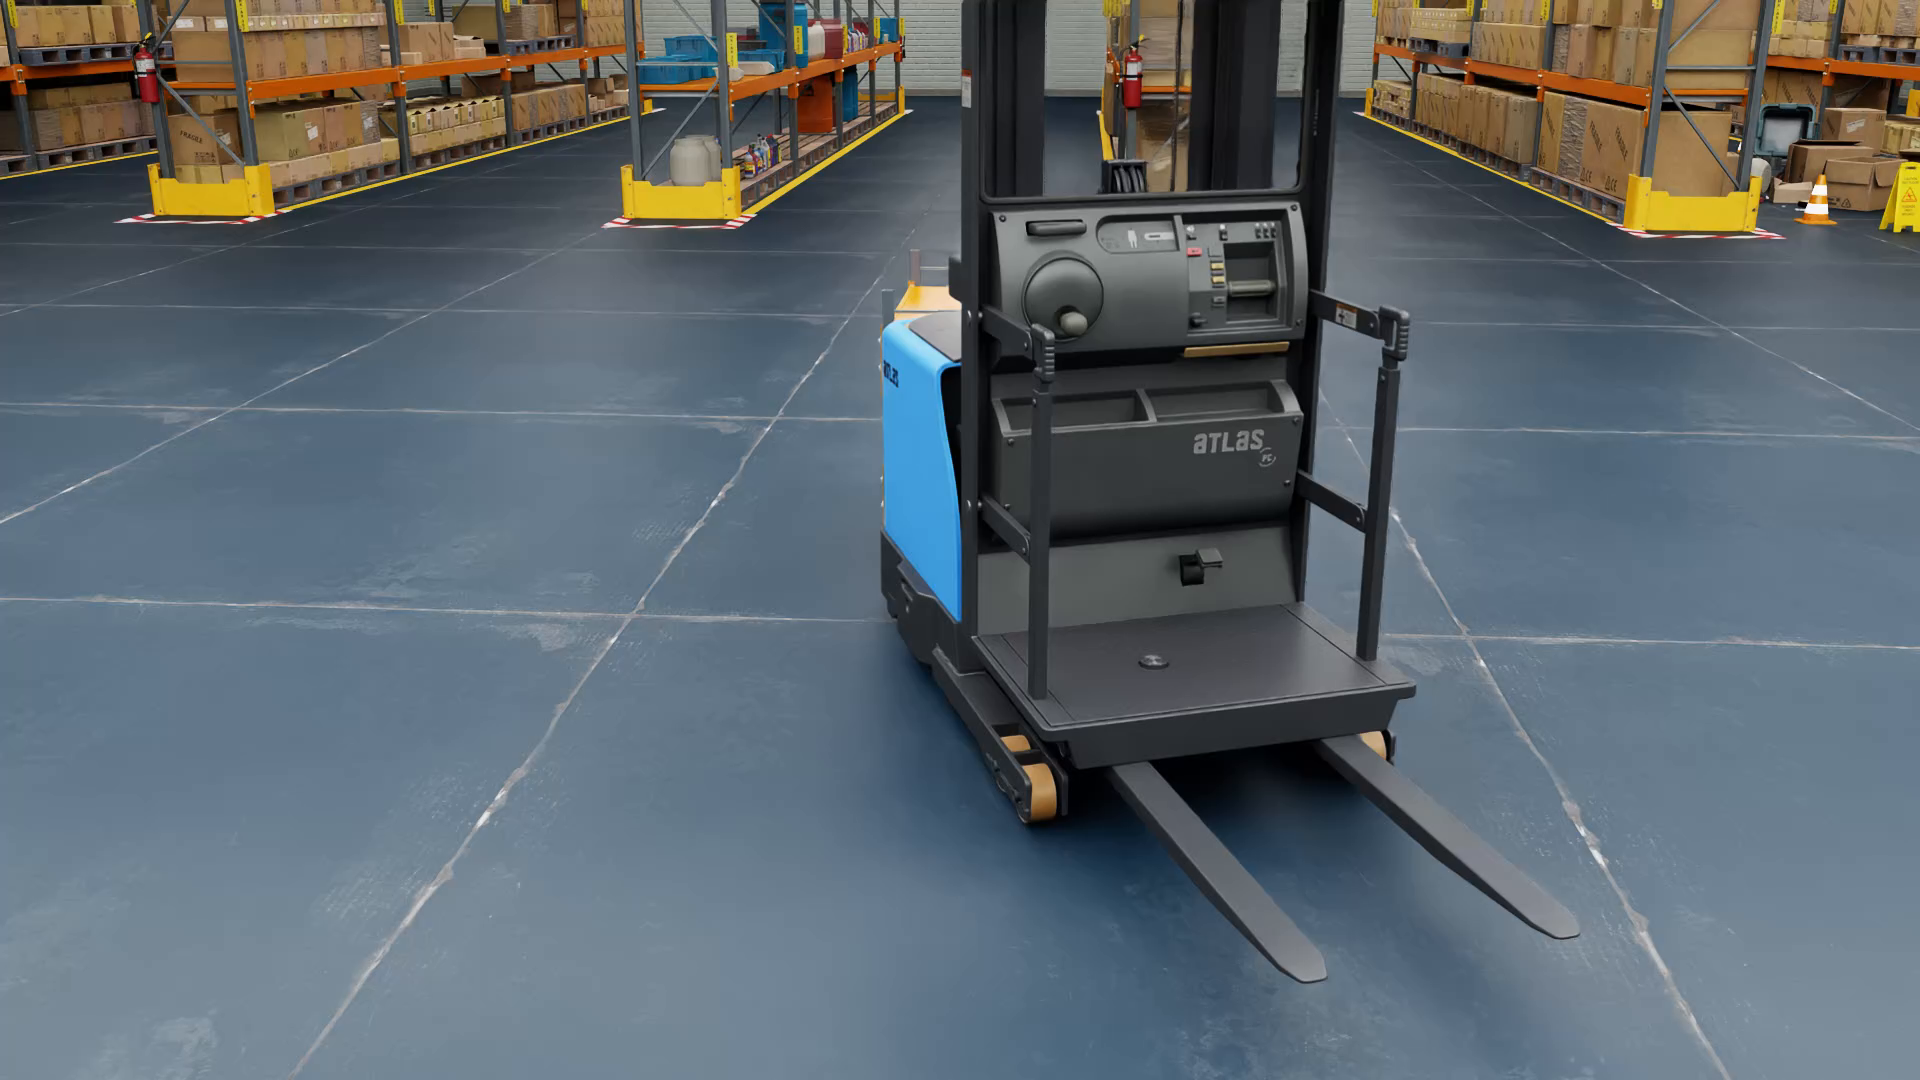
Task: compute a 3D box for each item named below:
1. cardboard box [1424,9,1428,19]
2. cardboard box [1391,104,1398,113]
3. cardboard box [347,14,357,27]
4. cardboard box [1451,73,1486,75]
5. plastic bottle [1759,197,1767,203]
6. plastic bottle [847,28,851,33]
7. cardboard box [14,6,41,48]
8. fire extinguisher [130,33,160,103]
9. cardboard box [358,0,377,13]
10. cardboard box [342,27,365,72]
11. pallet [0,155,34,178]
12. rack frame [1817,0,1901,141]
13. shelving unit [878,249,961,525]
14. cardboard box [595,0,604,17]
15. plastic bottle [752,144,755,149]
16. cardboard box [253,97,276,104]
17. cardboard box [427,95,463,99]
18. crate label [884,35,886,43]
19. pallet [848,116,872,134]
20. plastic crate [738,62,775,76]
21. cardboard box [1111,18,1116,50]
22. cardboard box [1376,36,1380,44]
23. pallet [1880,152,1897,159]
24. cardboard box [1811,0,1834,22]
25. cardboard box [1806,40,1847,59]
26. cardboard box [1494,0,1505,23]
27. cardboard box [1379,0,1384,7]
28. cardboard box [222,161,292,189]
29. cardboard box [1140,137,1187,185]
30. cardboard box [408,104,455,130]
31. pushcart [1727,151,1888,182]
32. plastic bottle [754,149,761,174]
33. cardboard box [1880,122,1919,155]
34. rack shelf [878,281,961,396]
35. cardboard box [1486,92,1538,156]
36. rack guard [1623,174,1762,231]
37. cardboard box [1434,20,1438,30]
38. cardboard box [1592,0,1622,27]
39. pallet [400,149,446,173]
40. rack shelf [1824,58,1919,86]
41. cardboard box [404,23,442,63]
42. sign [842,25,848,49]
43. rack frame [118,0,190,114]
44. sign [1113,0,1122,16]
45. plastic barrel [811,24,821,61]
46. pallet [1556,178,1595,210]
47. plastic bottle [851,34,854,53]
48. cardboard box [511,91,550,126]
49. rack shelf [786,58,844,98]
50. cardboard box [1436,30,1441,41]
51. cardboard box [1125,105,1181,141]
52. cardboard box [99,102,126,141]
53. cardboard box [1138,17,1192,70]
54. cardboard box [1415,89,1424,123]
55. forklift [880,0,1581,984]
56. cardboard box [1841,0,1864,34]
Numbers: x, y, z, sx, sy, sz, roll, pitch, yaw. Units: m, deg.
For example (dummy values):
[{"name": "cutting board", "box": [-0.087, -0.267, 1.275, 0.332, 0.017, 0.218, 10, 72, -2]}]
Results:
[{"name": "cardboard box", "box": [7.383, -8.117, 25.650, 0.380, 0.149, 0.250, 1, 18, 3]}, {"name": "cardboard box", "box": [7.705, -7.485, 28.852, 0.380, 0.149, 0.250, 1, 18, 4]}, {"name": "cardboard box", "box": [-7.311, -6.096, 19.506, 0.380, 0.149, 0.250, 1, 18, 4]}, {"name": "cardboard box", "box": [8.142, -7.320, 26.581, 0.500, 0.250, 0.500, 1, 18, 2]}, {"name": "plastic bottle", "box": [8.660, -3.717, 18.169, 0.283, 0.061, 0.133, -5, 19, -15]}, {"name": "plastic bottle", "box": [-1.821, -8.129, 26.993, 0.144, 0.351, 0.185, 1, 18, 4]}, {"name": "cardboard box", "box": [-12.322, -6.592, 21.357, 0.700, 0.500, 0.500, 1, 18, 4]}, {"name": "fire extinguisher", "box": [-8.210, -4.763, 16.767, 0.296, 0.674, 0.183, 1, 18, 4]}, {"name": "cardboard box", "box": [-7.477, -6.595, 19.988, 0.700, 0.500, 0.500, 1, 18, 4]}, {"name": "cardboard box", "box": [-7.508, -5.814, 19.690, 0.700, 0.500, 0.500, 1, 18, 3]}, {"name": "pallet", "box": [-12.405, -4.644, 20.756, 1.003, 0.211, 1.213, 1, 18, 4]}, {"name": "rack frame", "box": [12.601, -6.868, 23.065, 1.000, 3.000, 0.127, 1, 18, 4]}, {"name": "shelving unit", "box": [0.000, -0.537, 6.754, 0.538, 1.125, 1.048, 1, 18, 4]}, {"name": "cardboard box", "box": [-6.527, -9.376, 28.955, 0.500, 0.500, 0.500, 1, 18, 2]}, {"name": "plastic bottle", "box": [-2.411, -4.503, 19.505, 0.061, 0.283, 0.133, 1, 18, 4]}, {"name": "cardboard box", "box": [-11.797, -7.360, 27.345, 0.750, 0.750, 0.750, 2, 18, 6]}, {"name": "cardboard box", "box": [-7.495, -6.314, 24.217, 0.500, 0.311, 0.500, 2, 18, 6]}, {"name": "crate label", "box": [-1.559, -9.153, 30.367, 0.396, 0.136, 0.243, 1, 18, 4]}, {"name": "pallet", "box": [-2.034, -6.878, 27.574, 1.003, 0.211, 1.213, 1, 18, 4]}, {"name": "plastic crate", "box": [-2.375, -5.322, 18.771, 0.530, 0.136, 0.437, 1, 18, 4]}, {"name": "cardboard box", "box": [2.685, -8.085, 26.620, 0.500, 0.500, 0.500, 1, 18, 4]}, {"name": "cardboard box", "box": [7.879, -9.219, 30.643, 0.380, 0.149, 0.250, 1, 18, 3]}, {"name": "pallet", "box": [12.453, -4.922, 21.605, 1.003, 0.211, 1.213, 1, 18, 4]}, {"name": "cardboard box", "box": [12.377, -7.557, 23.401, 0.500, 0.500, 0.500, 1, 18, 2]}, {"name": "cardboard box", "box": [12.378, -6.959, 23.585, 0.500, 0.250, 0.500, 1, 18, 2]}, {"name": "cardboard box", "box": [7.579, -7.173, 22.231, 0.700, 0.500, 0.500, 1, 18, 3]}, {"name": "cardboard box", "box": [7.933, -9.962, 30.264, 0.500, 0.500, 0.500, 1, 18, 4]}, {"name": "cardboard box", "box": [-7.478, -3.881, 17.691, 0.500, 0.250, 0.500, 1, 18, 4]}, {"name": "cardboard box", "box": [2.213, -3.996, 17.641, 0.500, 0.500, 0.500, 6, 19, 18]}, {"name": "cardboard box", "box": [-7.096, -5.667, 22.242, 0.500, 0.311, 0.500, 1, 18, 2]}, {"name": "pushcart", "box": [10.036, -4.415, 19.790, 1.648, 0.377, 0.936, -5, 19, -15]}, {"name": "plastic bottle", "box": [-2.325, -4.321, 18.968, 0.097, 0.271, 0.097, 0, 18, 0]}, {"name": "cardboard box", "box": [12.445, -5.178, 21.455, 0.950, 0.372, 0.625, 2, 18, 6]}, {"name": "rack shelf", "box": [0.000, -0.815, 6.663, 0.538, 0.278, 1.000, 1, 18, 4]}, {"name": "cardboard box", "box": [7.397, -5.329, 21.308, 1.050, 0.750, 0.750, 1, 18, 4]}, {"name": "rack guard", "box": [7.081, -3.267, 16.090, 1.175, 0.500, 0.348, 1, 18, 4]}, {"name": "cardboard box", "box": [7.328, -7.733, 24.956, 0.380, 0.149, 0.250, 2, 18, 5]}, {"name": "cardboard box", "box": [7.179, -5.672, 17.441, 0.875, 0.550, 0.500, 1, 18, 4]}, {"name": "pallet", "box": [-7.437, -4.973, 21.762, 1.003, 0.211, 1.213, 1, 18, 4]}, {"name": "rack shelf", "box": [12.457, -5.905, 21.281, 1.077, 0.370, 4.000, 1, 18, 4]}, {"name": "cardboard box", "box": [-7.306, -6.674, 22.312, 0.500, 0.500, 0.500, 1, 18, 4]}, {"name": "sign", "box": [-1.675, -7.267, 24.021, 0.100, 0.325, 0.005, 1, 18, 4]}, {"name": "rack frame", "box": [-12.106, -7.421, 24.752, 1.000, 3.000, 0.127, 1, 18, 4]}, {"name": "sign", "box": [1.875, -6.408, 19.803, 0.100, 0.325, 0.005, 1, 18, 4]}, {"name": "plastic barrel", "box": [-2.115, -6.797, 22.671, 0.421, 0.512, 0.421, 0, 18, 0]}, {"name": "pallet", "box": [7.152, -3.765, 18.074, 1.003, 0.211, 1.213, 1, 18, 4]}, {"name": "plastic bottle", "box": [-1.703, -7.800, 26.097, 0.061, 0.283, 0.133, 1, 18, 4]}, {"name": "cardboard box", "box": [-6.774, -6.786, 26.123, 0.500, 0.500, 0.500, 1, 18, 3]}, {"name": "rack shelf", "box": [-2.368, -6.236, 22.294, 1.077, 0.370, 4.000, 1, 18, 4]}, {"name": "cardboard box", "box": [7.310, -7.508, 24.749, 0.380, 0.149, 0.250, 0, 18, 1]}, {"name": "cardboard box", "box": [2.661, -5.729, 22.897, 0.700, 0.500, 0.500, 0, 18, -1]}, {"name": "cardboard box", "box": [-12.266, -5.905, 23.434, 0.700, 0.500, 0.500, 1, 18, 4]}, {"name": "cardboard box", "box": [2.209, -4.963, 16.615, 0.875, 0.500, 0.500, 1, 18, 4]}, {"name": "cardboard box", "box": [7.625, -6.977, 26.739, 0.500, 0.500, 0.500, 2, 18, 6]}, {"name": "forklift", "box": [0.609, -0.752, 4.510, 1.130, 2.935, 3.031, -5, 19, -15]}, {"name": "cardboard box", "box": [12.337, -7.121, 22.527, 0.500, 0.500, 0.500, 1, 18, 2]}]
